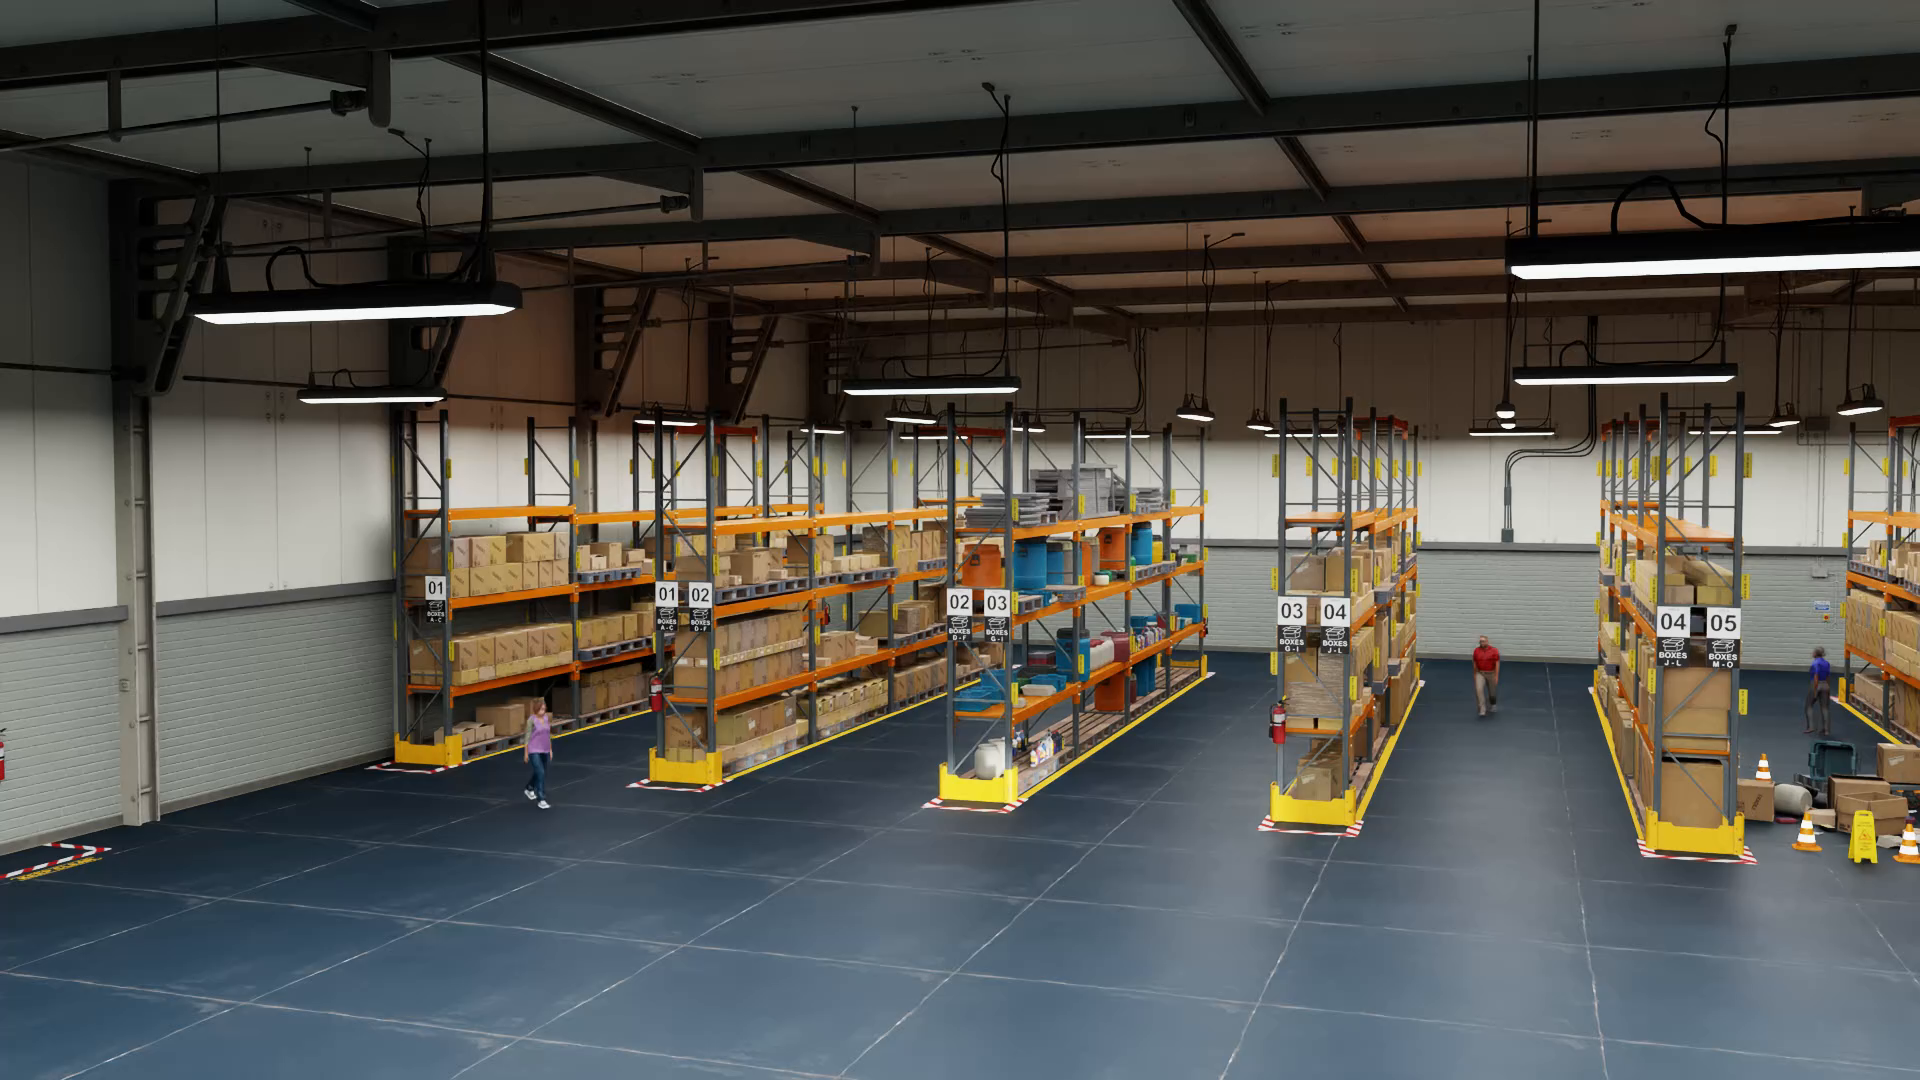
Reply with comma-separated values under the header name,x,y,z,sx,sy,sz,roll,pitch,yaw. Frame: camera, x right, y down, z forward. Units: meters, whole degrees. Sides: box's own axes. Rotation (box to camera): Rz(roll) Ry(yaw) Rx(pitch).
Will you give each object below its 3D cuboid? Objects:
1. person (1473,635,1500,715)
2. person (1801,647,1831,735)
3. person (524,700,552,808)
name,x,y,z,sx,sy,sz,roll,pitch,yaw
person,10.703,2.741,33.833,0.527,1.610,1.025,1,3,24
person,16.183,2.860,31.275,0.457,1.697,0.561,0,2,-2
person,-6.297,3.156,24.751,0.791,1.564,0.429,1,3,31
